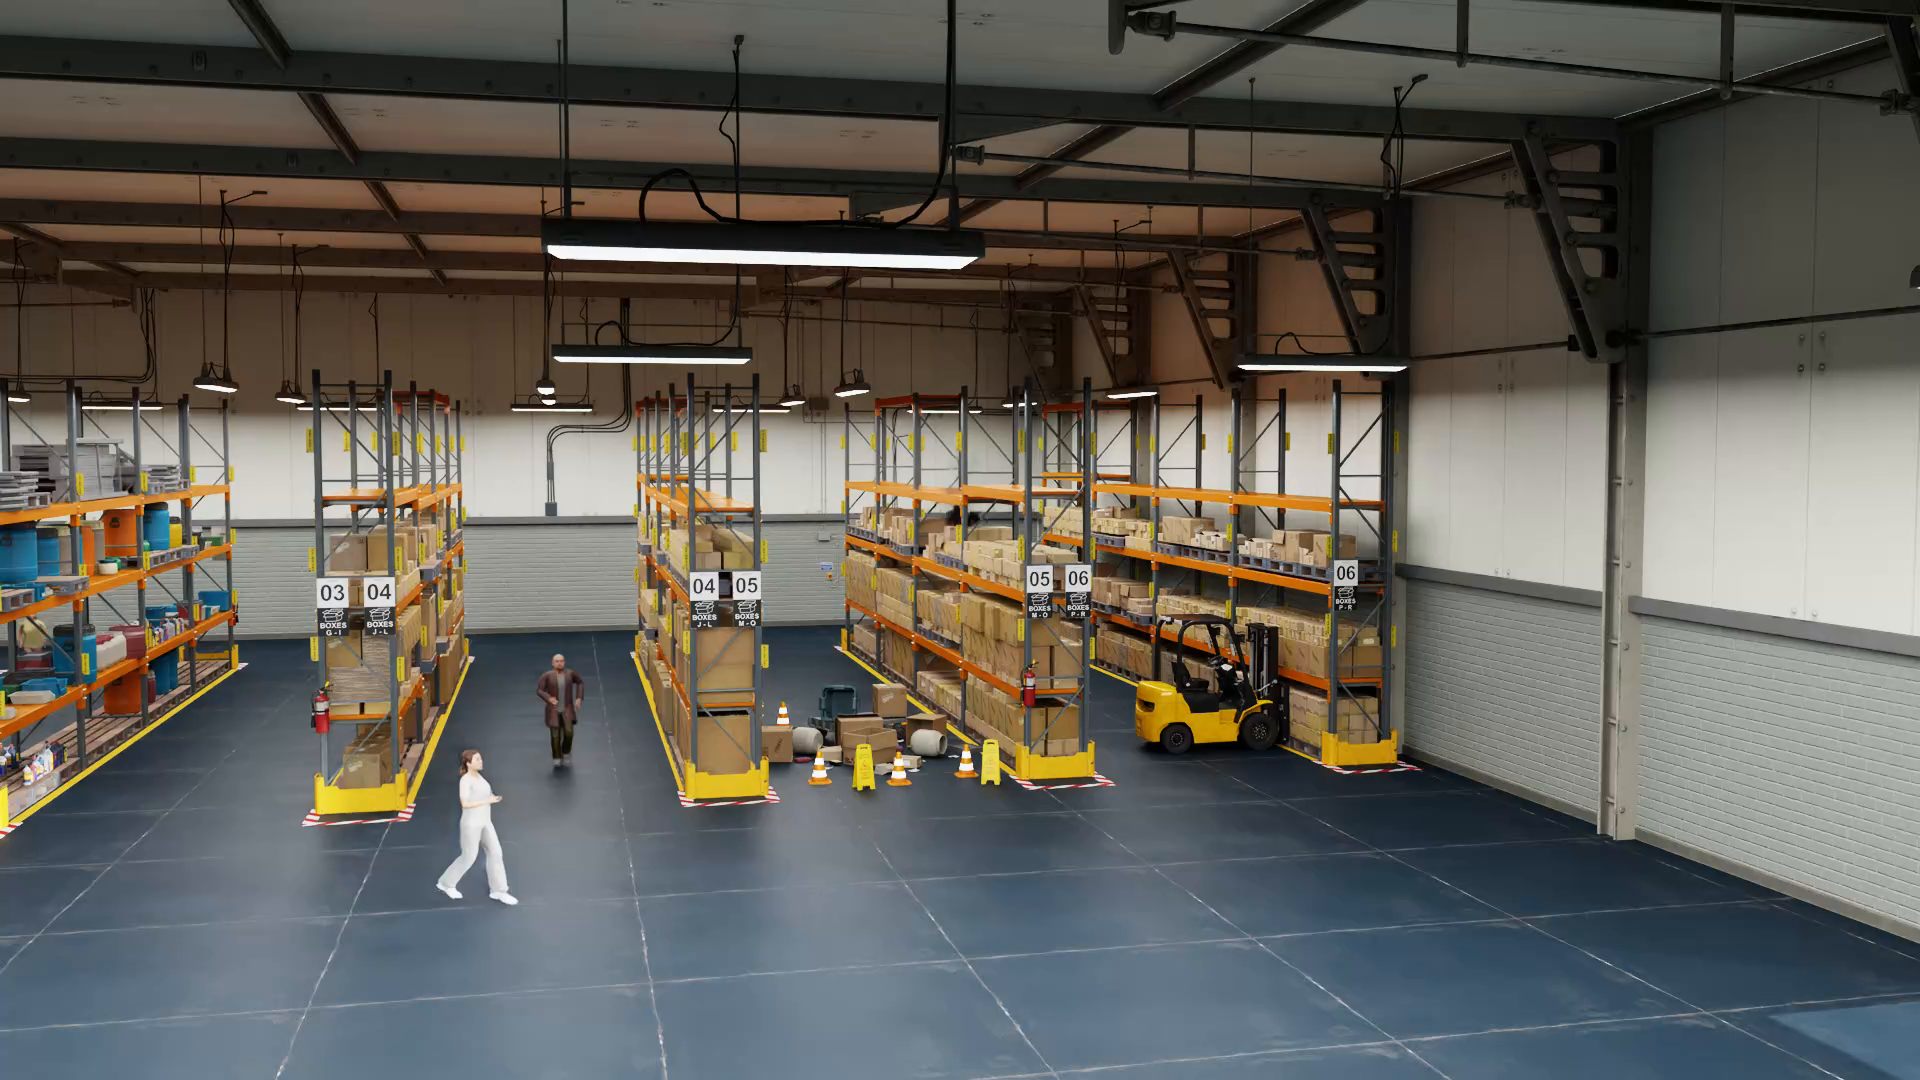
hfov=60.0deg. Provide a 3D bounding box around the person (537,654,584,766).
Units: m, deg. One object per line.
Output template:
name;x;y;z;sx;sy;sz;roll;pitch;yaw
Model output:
person;-6.161;2.641;25.704;0.735;1.757;0.682;-1;4;-21

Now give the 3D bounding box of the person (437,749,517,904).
person;-5.245;3.097;18.010;0.891;1.680;0.566;1;3;12

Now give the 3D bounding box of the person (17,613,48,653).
person;-19.177;2.213;34.401;0.565;1.629;0.734;-1;4;-20
